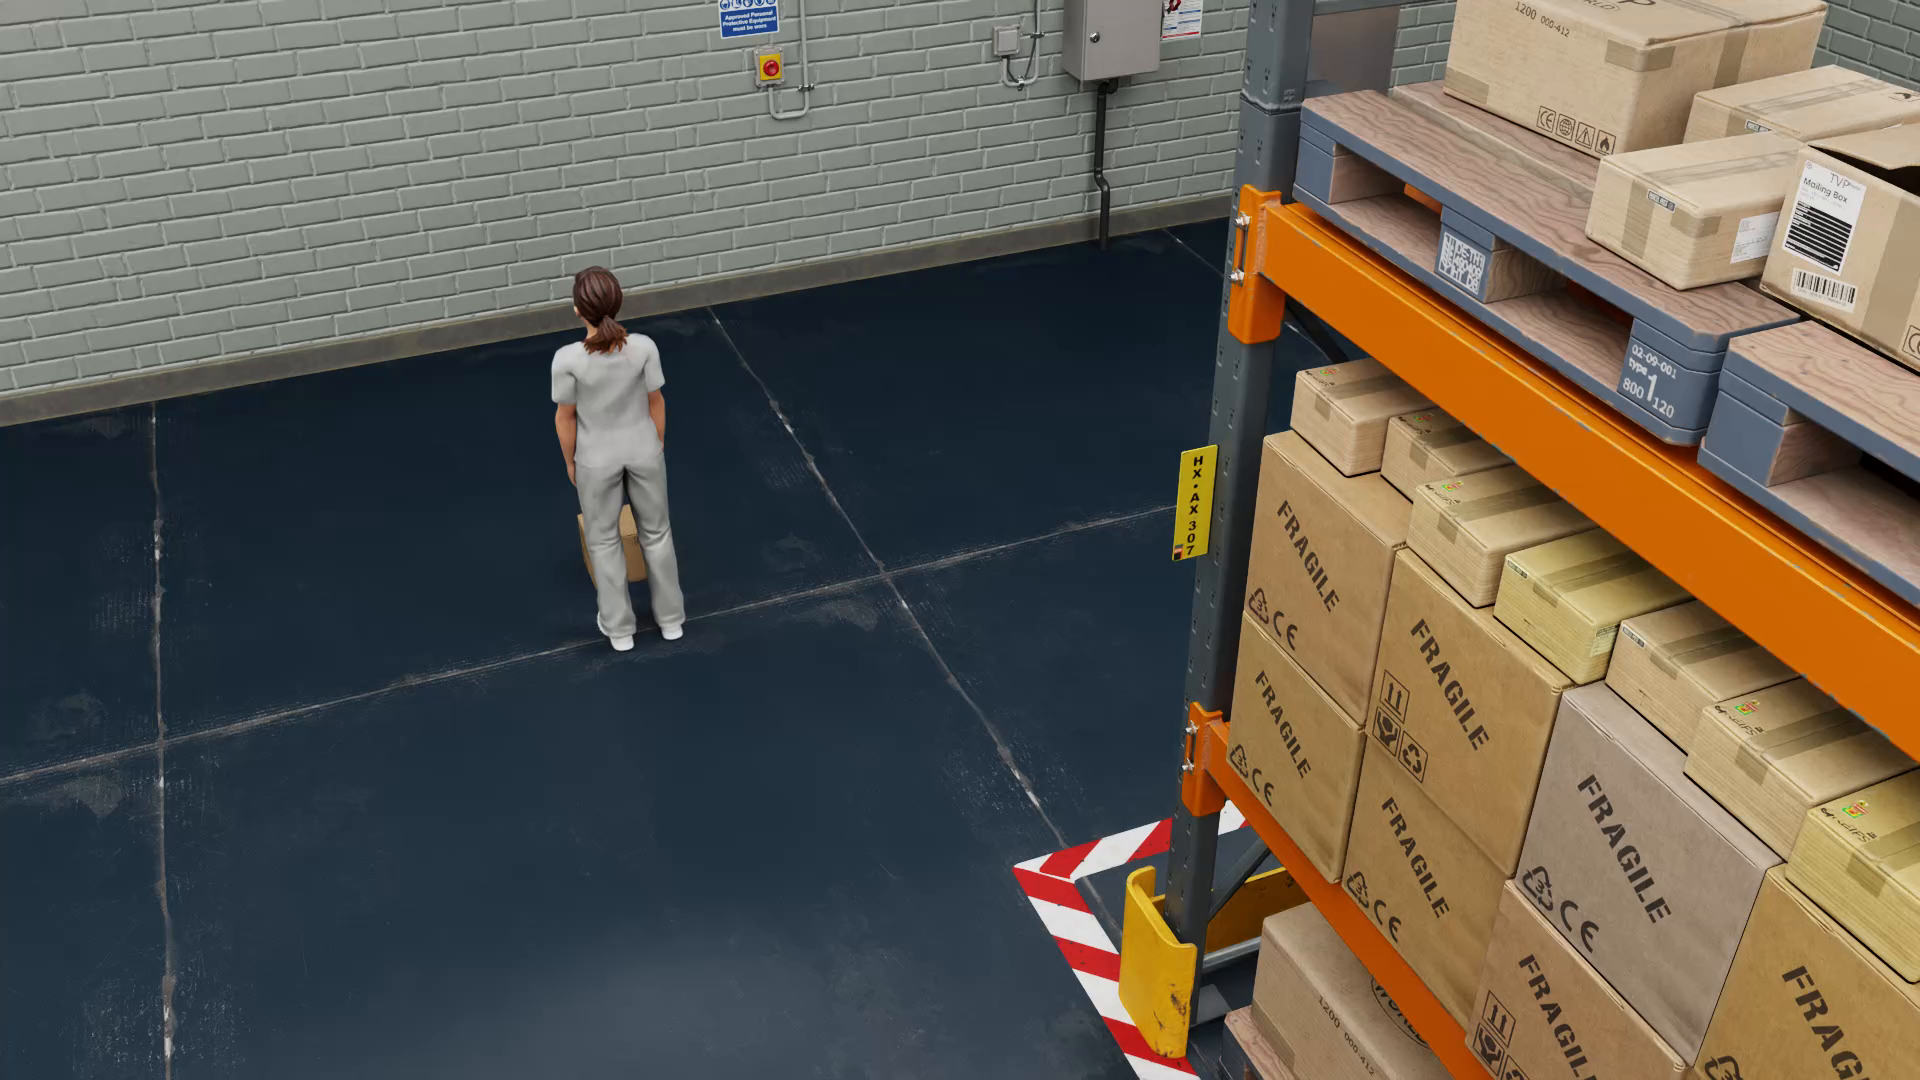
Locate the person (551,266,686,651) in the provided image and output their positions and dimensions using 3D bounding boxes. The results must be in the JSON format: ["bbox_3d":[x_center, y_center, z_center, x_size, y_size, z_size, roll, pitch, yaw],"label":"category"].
[{"bbox_3d":[-1.360,-0.307,6.612,0.436,1.668,0.359,-12,35,-18],"label":"person"}]
